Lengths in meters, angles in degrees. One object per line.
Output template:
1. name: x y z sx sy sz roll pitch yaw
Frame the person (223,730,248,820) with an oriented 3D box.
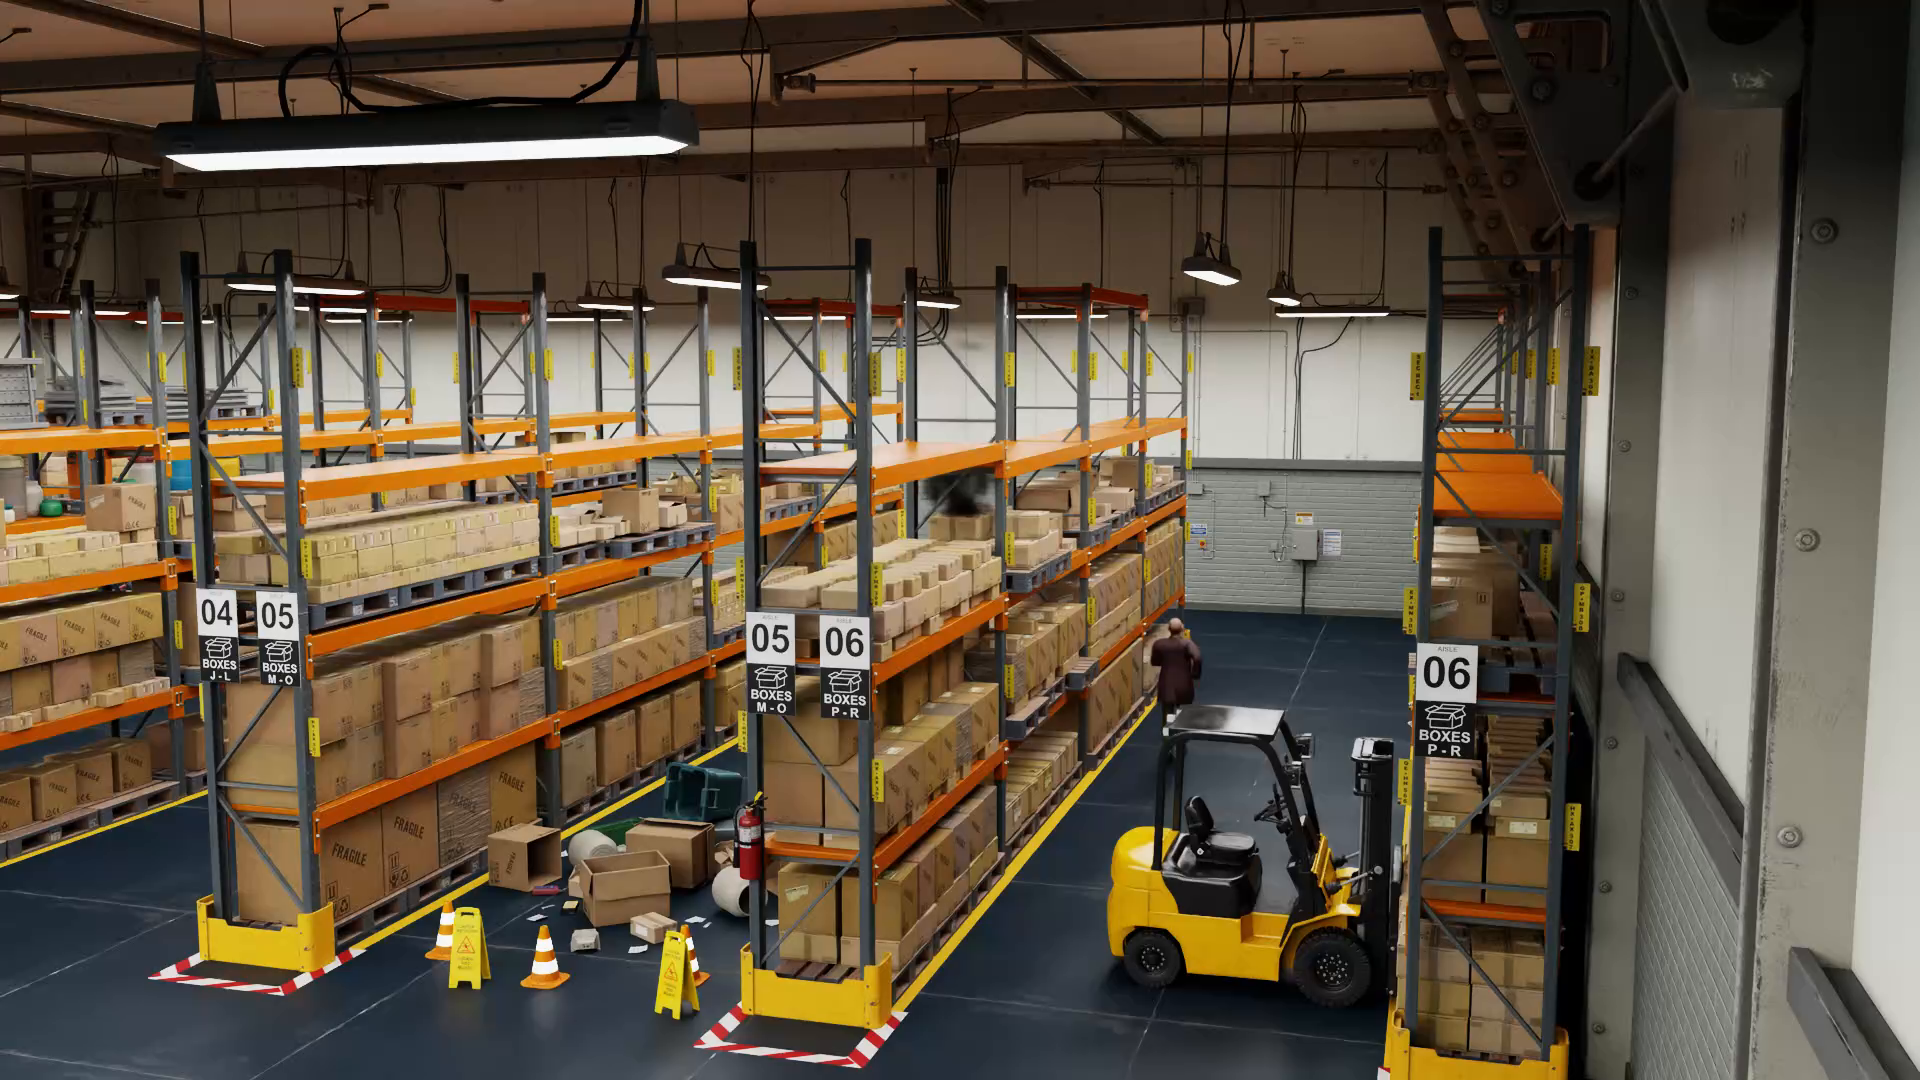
1. person: -6.964 2.494 16.309 0.678 1.806 0.810 2 7 14

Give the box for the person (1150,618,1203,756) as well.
1. person: 2.755 1.909 21.242 0.672 1.849 0.858 1 6 9

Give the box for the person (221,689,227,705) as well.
1. person: -10.631 1.627 23.791 0.636 1.823 0.763 1 6 9
